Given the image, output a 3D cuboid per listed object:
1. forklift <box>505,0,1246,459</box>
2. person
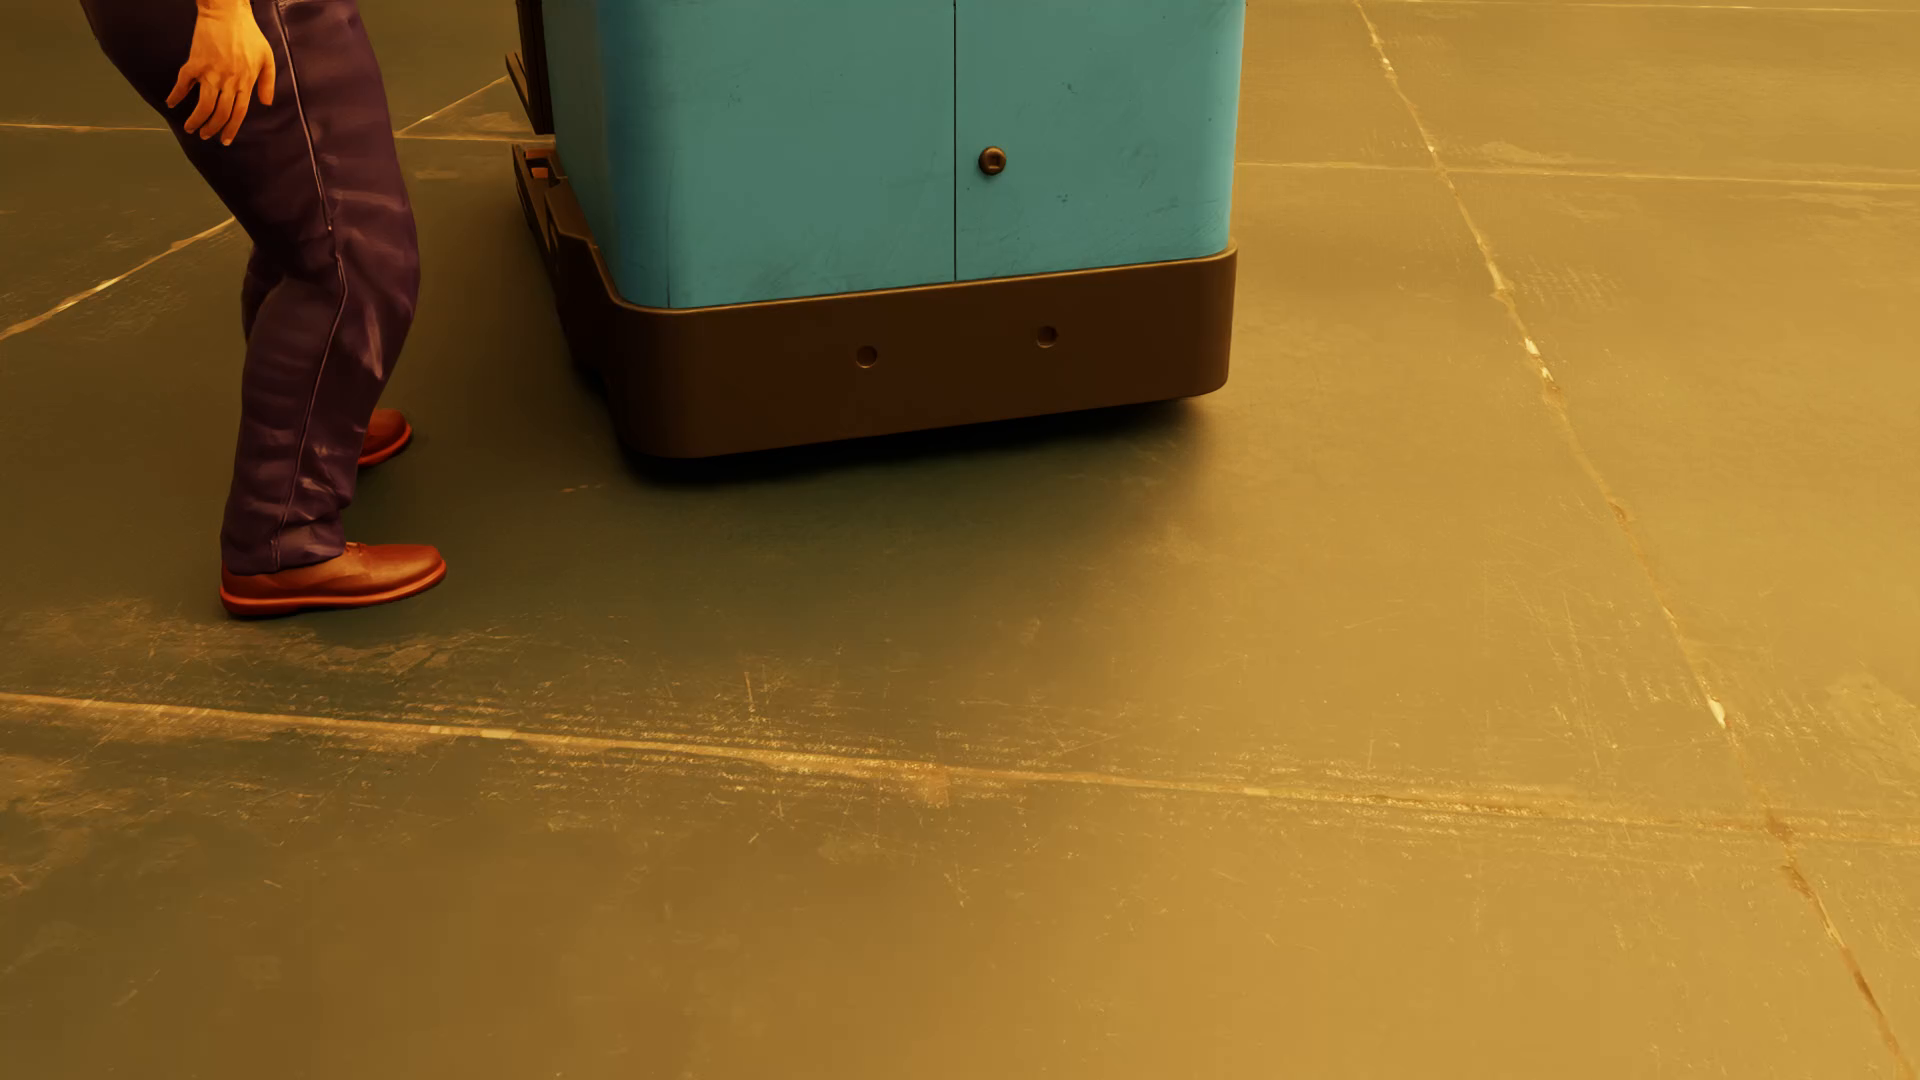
[{"bbox_3d":[-0.468,-2.076,3.378,1.130,2.935,3.031,-8,28,-16],"label":"forklift"},{"bbox_3d":[-0.927,-0.717,2.133,0.374,1.624,0.805,-14,30,-26],"label":"person"}]
